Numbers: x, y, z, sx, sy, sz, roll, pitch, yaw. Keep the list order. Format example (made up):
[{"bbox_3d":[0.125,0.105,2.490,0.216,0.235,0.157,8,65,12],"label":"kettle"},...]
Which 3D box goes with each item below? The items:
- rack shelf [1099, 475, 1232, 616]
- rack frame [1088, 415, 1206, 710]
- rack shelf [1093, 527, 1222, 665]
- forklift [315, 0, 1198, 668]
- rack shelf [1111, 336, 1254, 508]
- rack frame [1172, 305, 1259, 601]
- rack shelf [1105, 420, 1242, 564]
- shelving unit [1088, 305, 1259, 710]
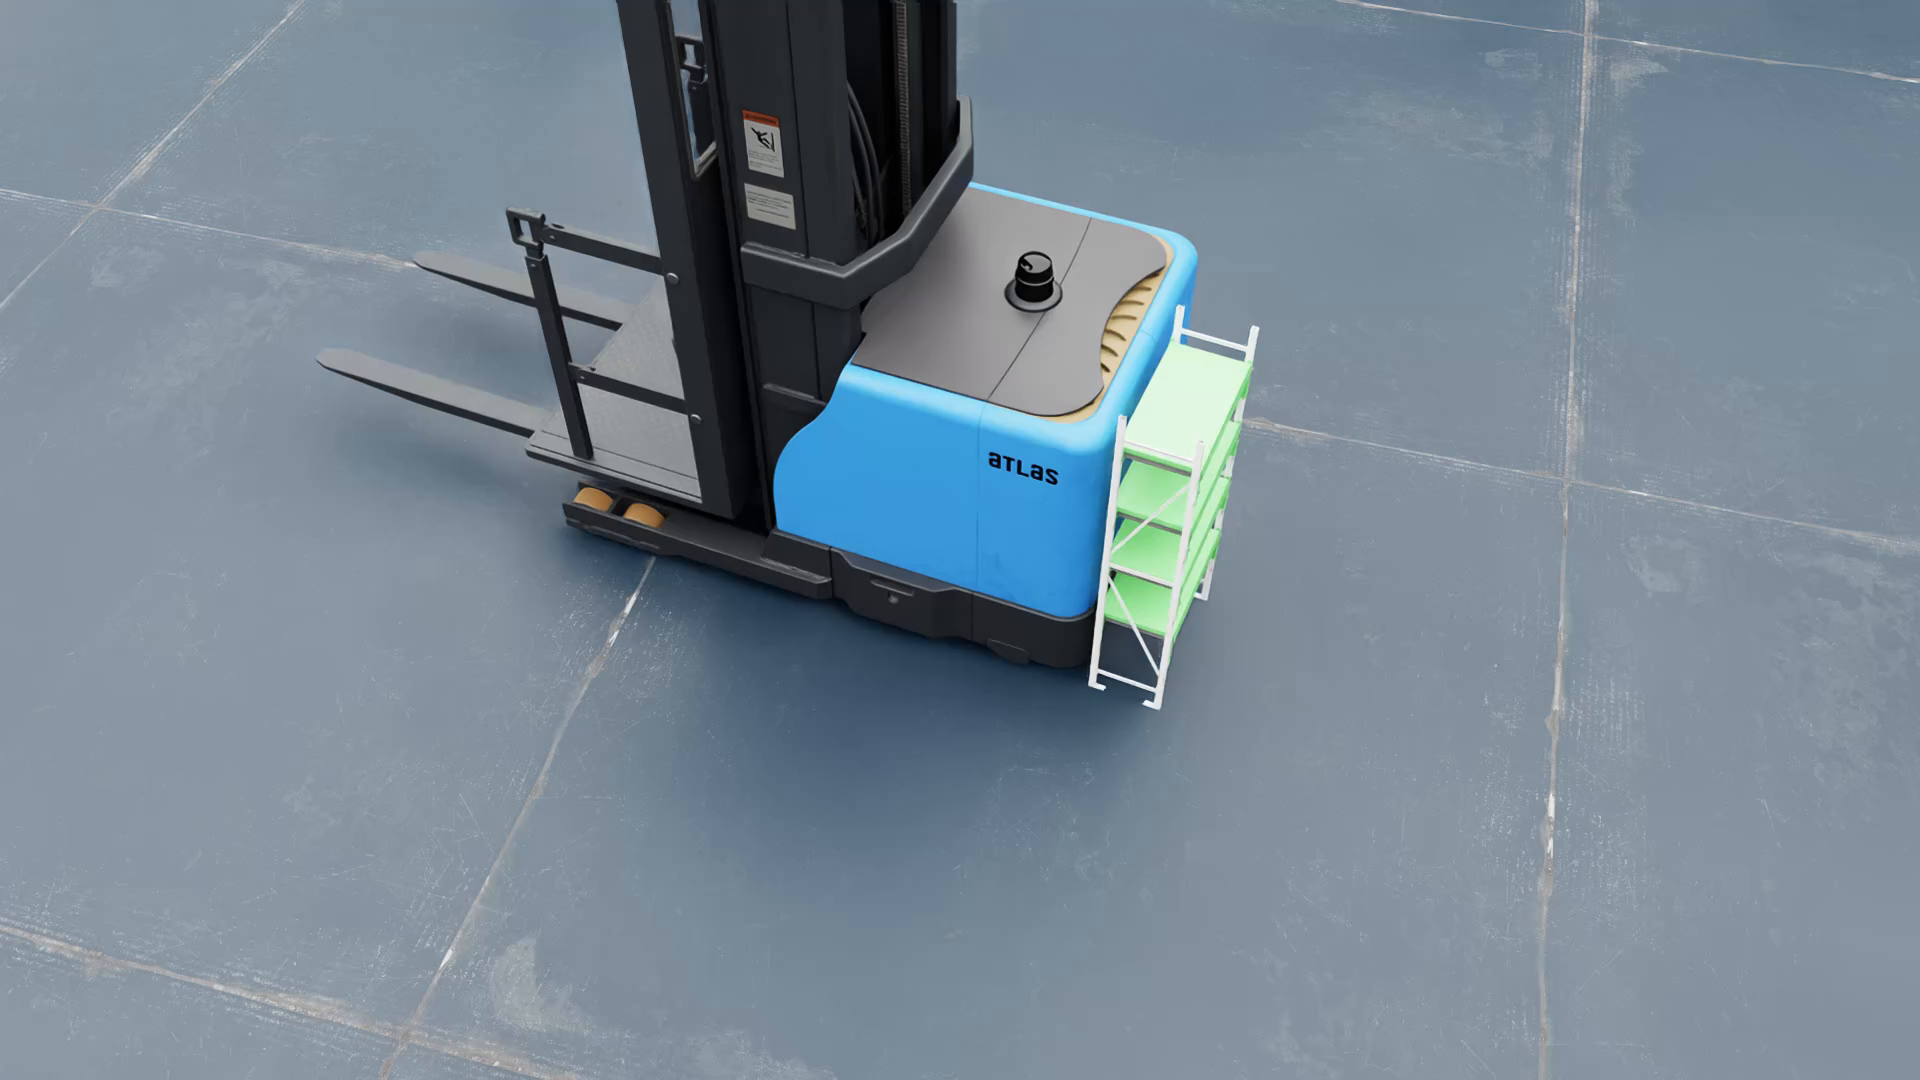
[{"bbox_3d":[0.626,-0.023,5.054,0.258,0.148,0.480,18,51,15],"label":"rack shelf"},{"bbox_3d":[0.530,0.103,4.857,0.240,1.200,0.015,18,51,15],"label":"rack frame"},{"bbox_3d":[0.624,0.135,5.234,0.258,0.148,0.480,18,51,15],"label":"rack shelf"},{"bbox_3d":[-0.816,-1.283,4.927,3.031,2.935,1.130,17,51,14],"label":"forklift"},{"bbox_3d":[0.630,-0.339,4.693,0.258,0.148,0.480,18,51,15],"label":"rack shelf"},{"bbox_3d":[0.723,-0.233,5.154,0.240,1.200,0.015,18,51,15],"label":"rack frame"},{"bbox_3d":[0.628,-0.181,4.873,0.258,0.148,0.480,18,51,15],"label":"rack shelf"},{"bbox_3d":[0.627,-0.065,5.006,0.258,1.200,0.503,18,51,15],"label":"shelving unit"}]
